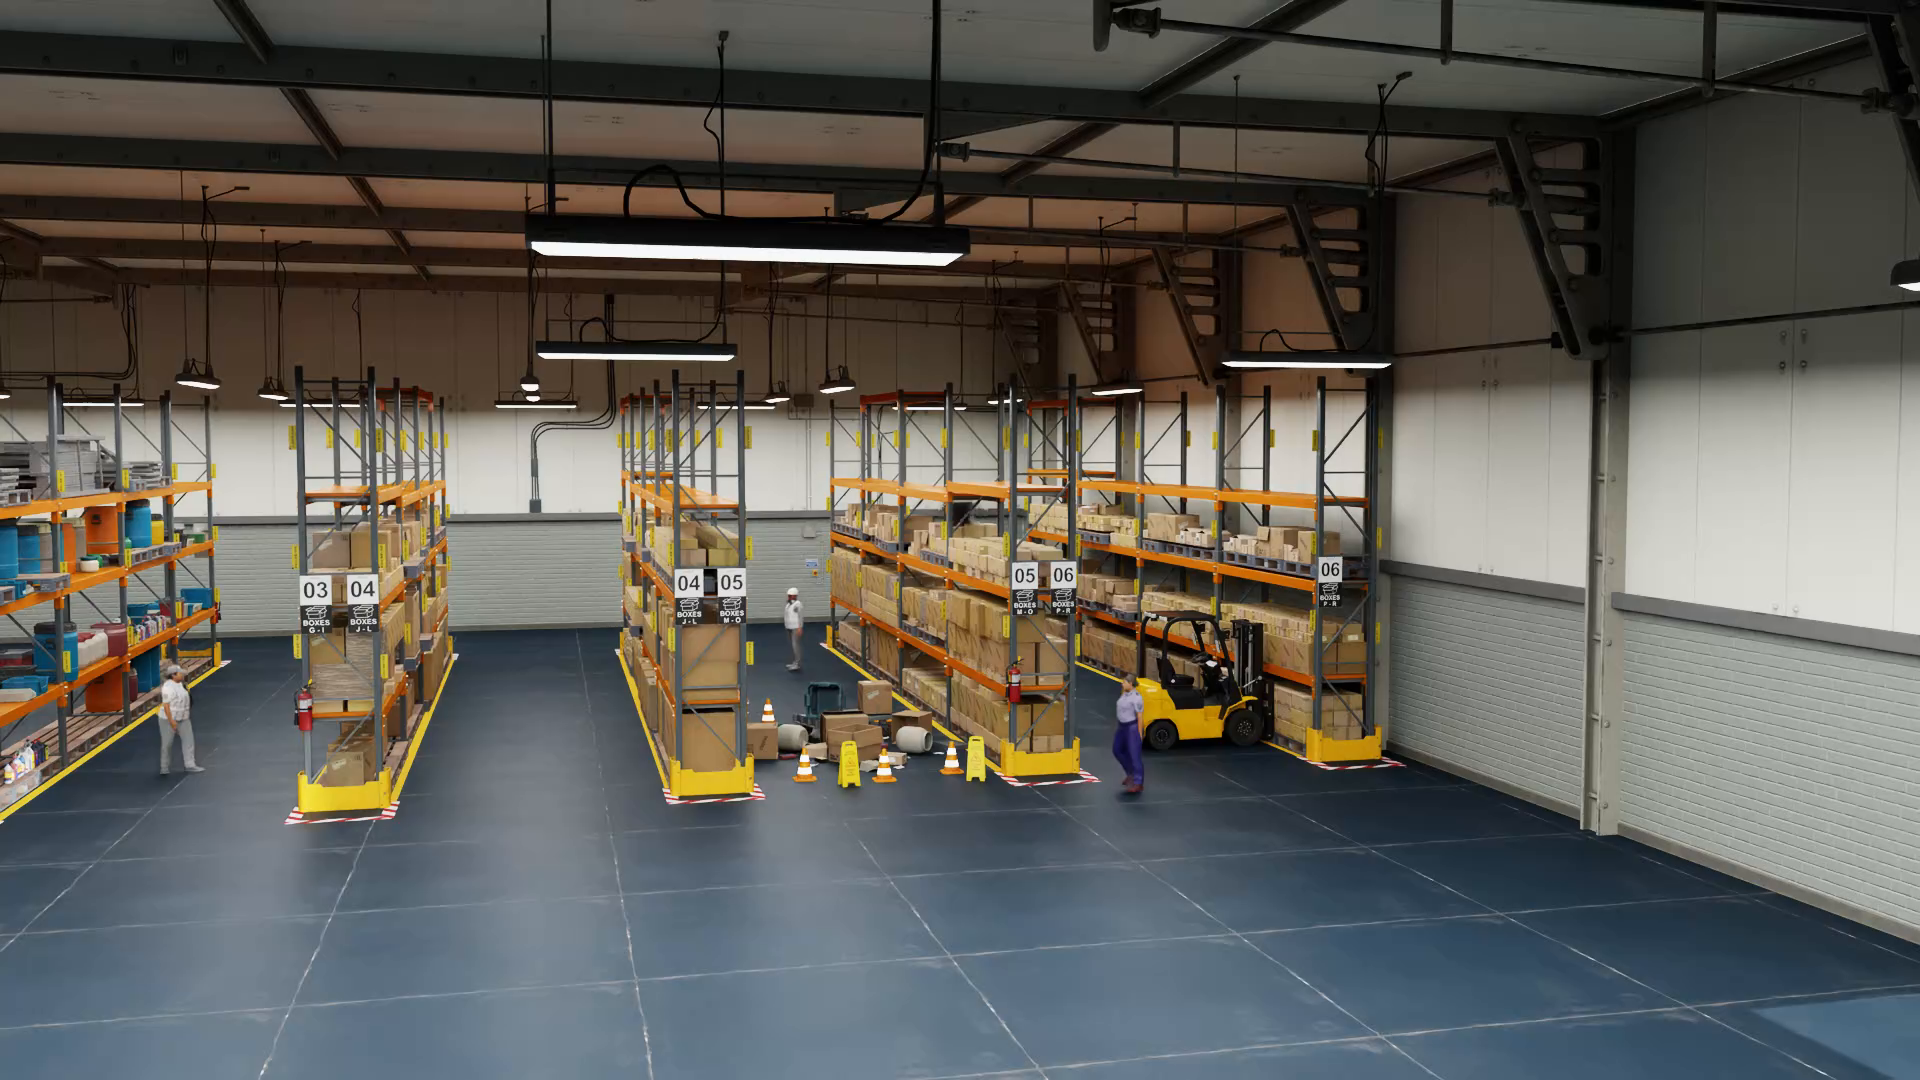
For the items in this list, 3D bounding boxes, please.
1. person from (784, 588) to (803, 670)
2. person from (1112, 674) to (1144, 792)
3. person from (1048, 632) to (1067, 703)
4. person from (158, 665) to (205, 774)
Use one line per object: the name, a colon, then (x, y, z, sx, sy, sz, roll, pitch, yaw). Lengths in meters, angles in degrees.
person: (-3.653, 1.934, 36.458, 0.362, 1.780, 0.604, -2, 4, -32)
person: (2.458, 2.748, 23.854, 0.424, 1.665, 0.604, -1, 4, -23)
person: (1.695, 2.444, 29.862, 0.417, 1.571, 0.510, 2, 4, 33)
person: (-11.781, 2.691, 24.983, 0.622, 1.645, 0.528, 1, 4, 22)
